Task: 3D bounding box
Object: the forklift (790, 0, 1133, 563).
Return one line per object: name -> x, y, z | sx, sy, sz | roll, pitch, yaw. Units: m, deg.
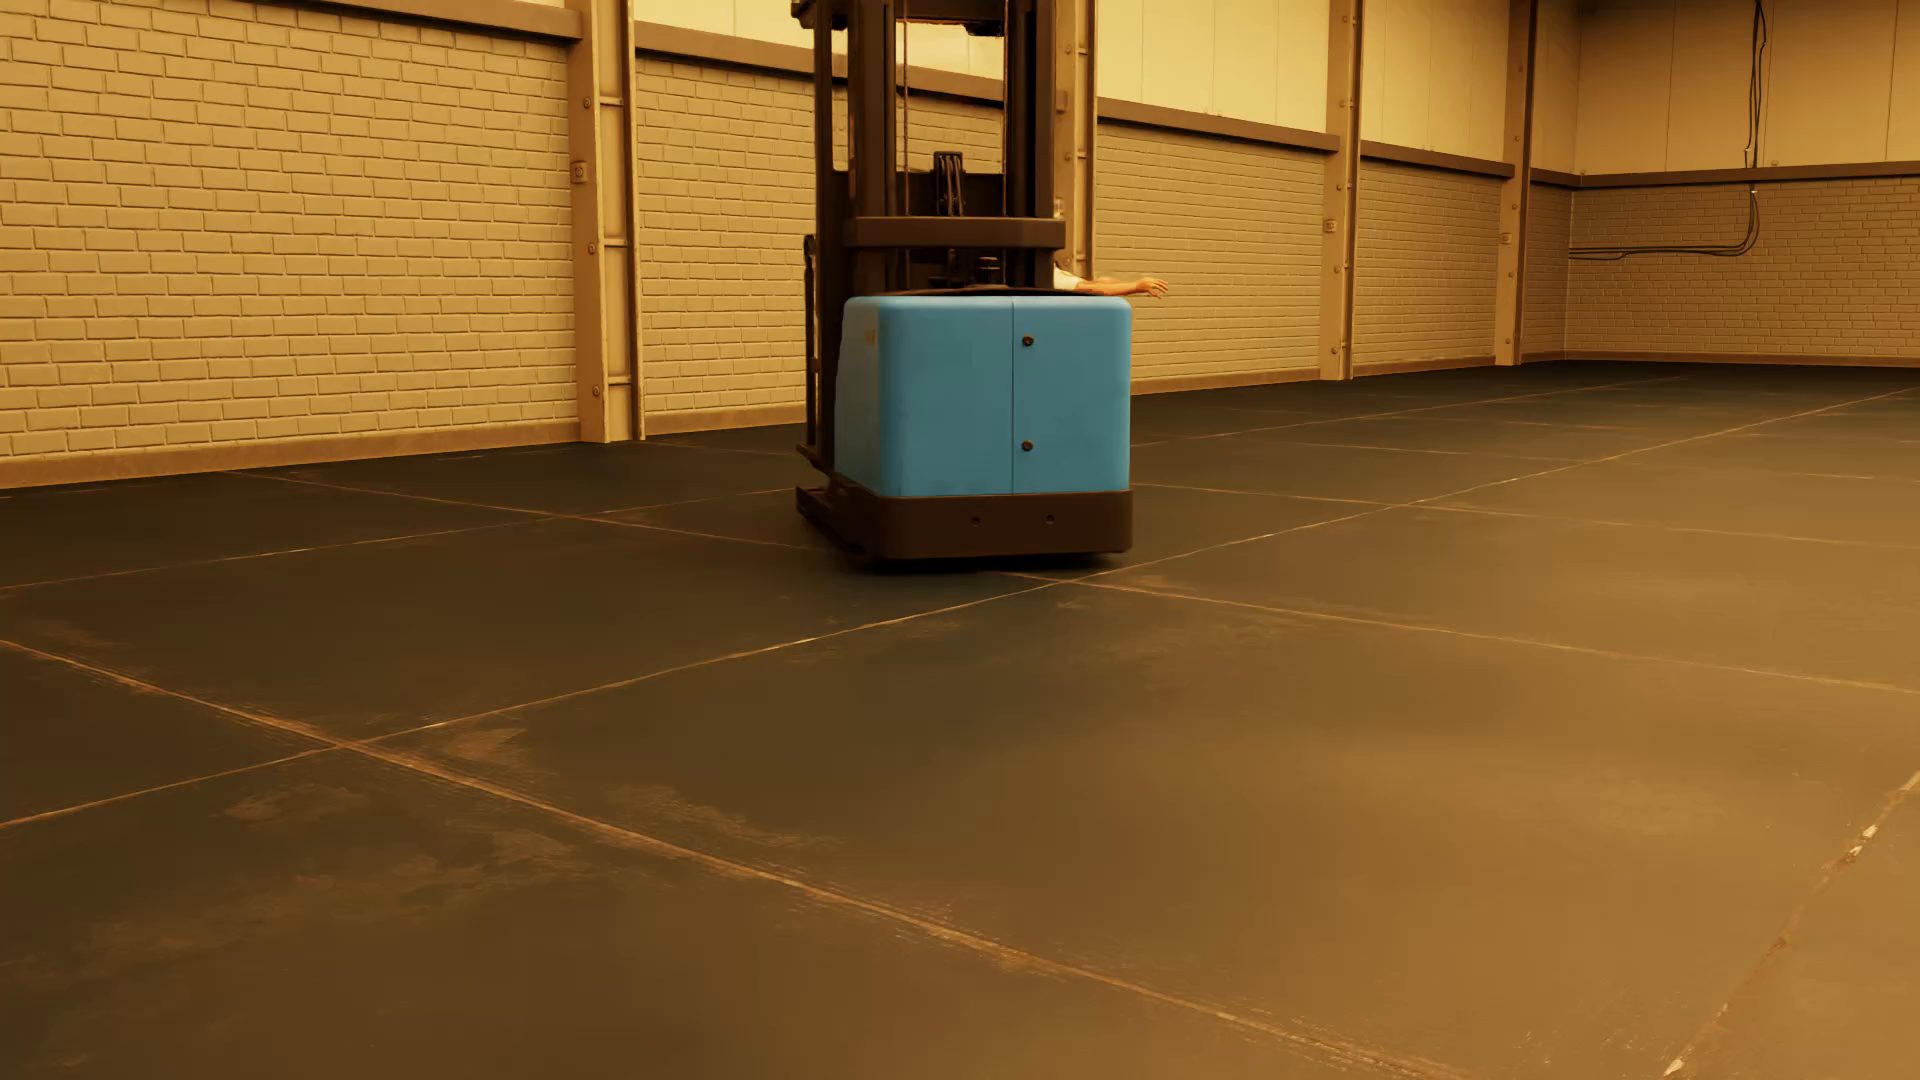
forklift -> -0.174, -1.531, 7.746 | 1.130, 2.935, 3.031 | -2, 9, -14
